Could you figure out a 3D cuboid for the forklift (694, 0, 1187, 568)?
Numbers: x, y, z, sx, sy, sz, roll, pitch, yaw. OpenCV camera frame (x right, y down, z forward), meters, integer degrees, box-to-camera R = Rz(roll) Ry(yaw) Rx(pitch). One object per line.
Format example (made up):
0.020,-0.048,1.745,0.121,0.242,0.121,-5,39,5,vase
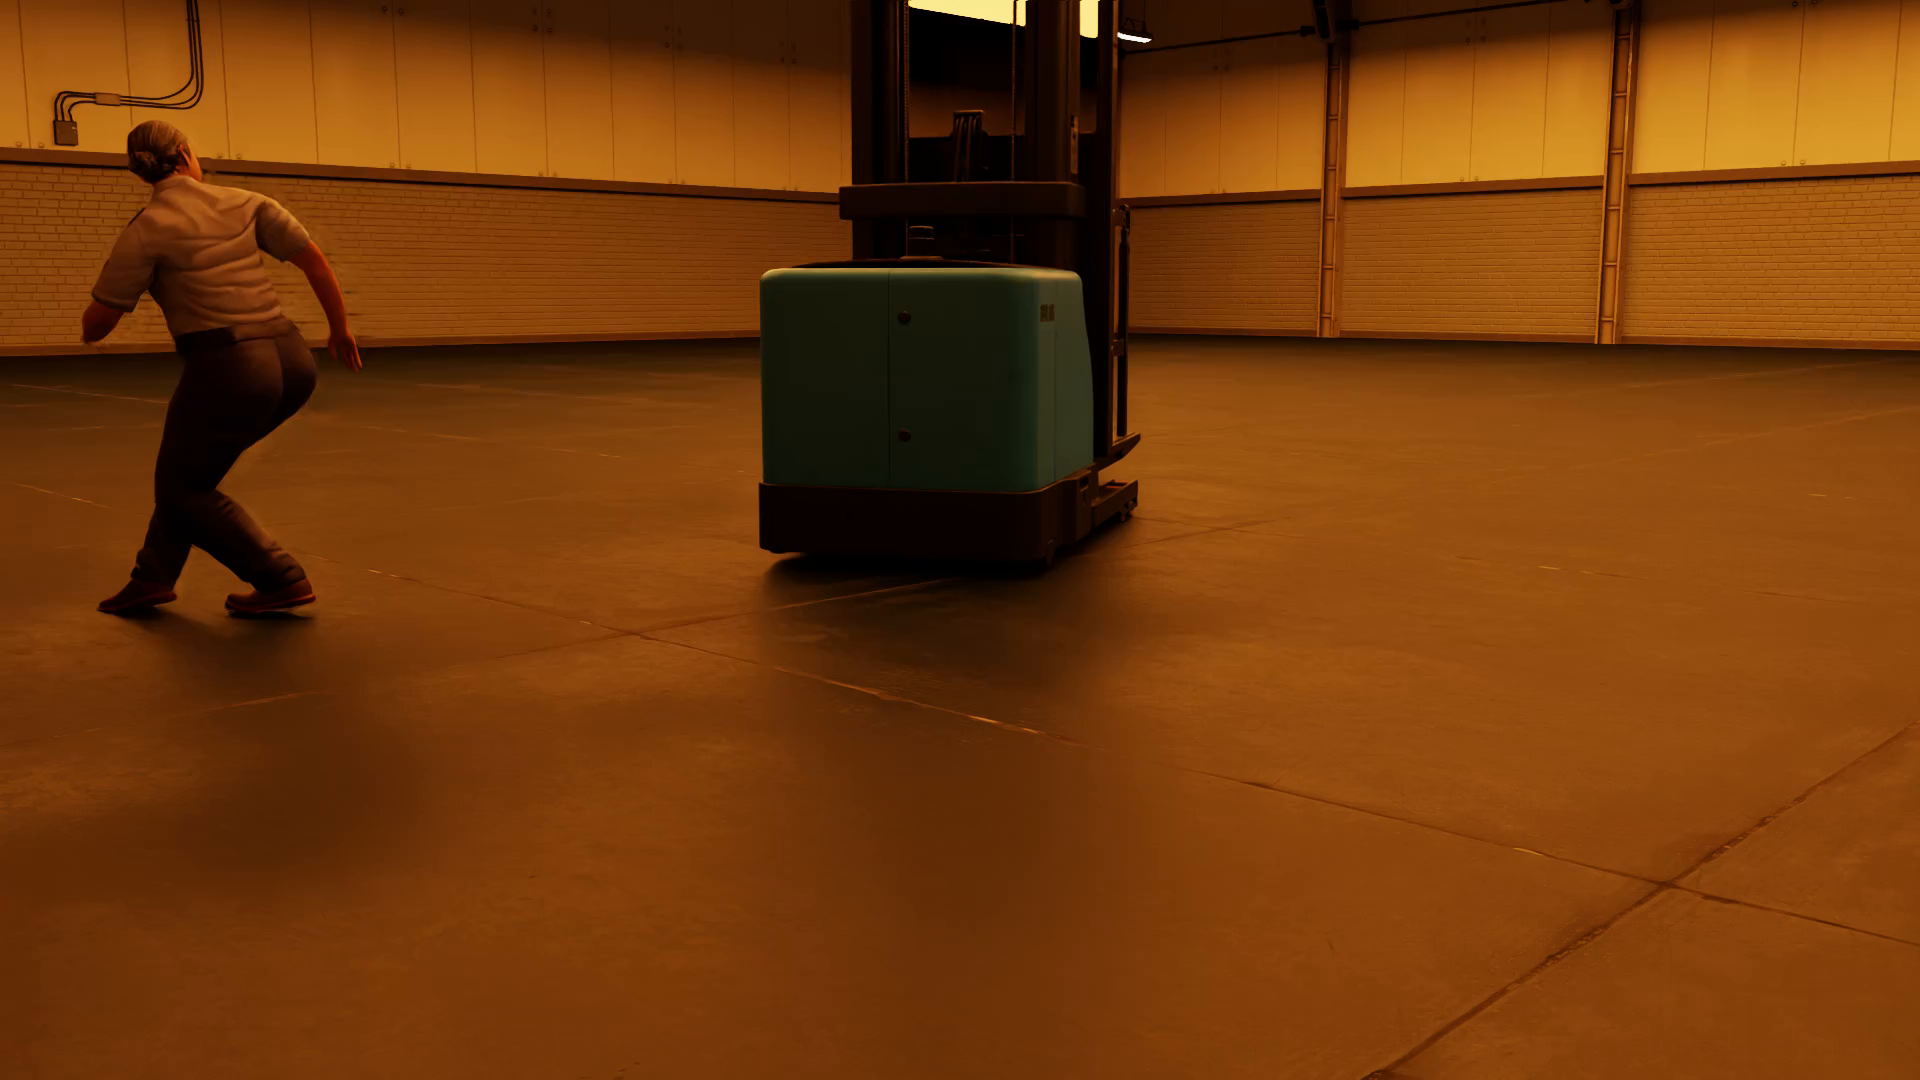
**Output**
-0.311,-1.529,7.026,1.130,2.935,3.031,-5,10,-29,forklift

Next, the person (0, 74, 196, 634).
-2.642,-0.540,4.918,0.487,1.618,0.677,8,12,44,person
